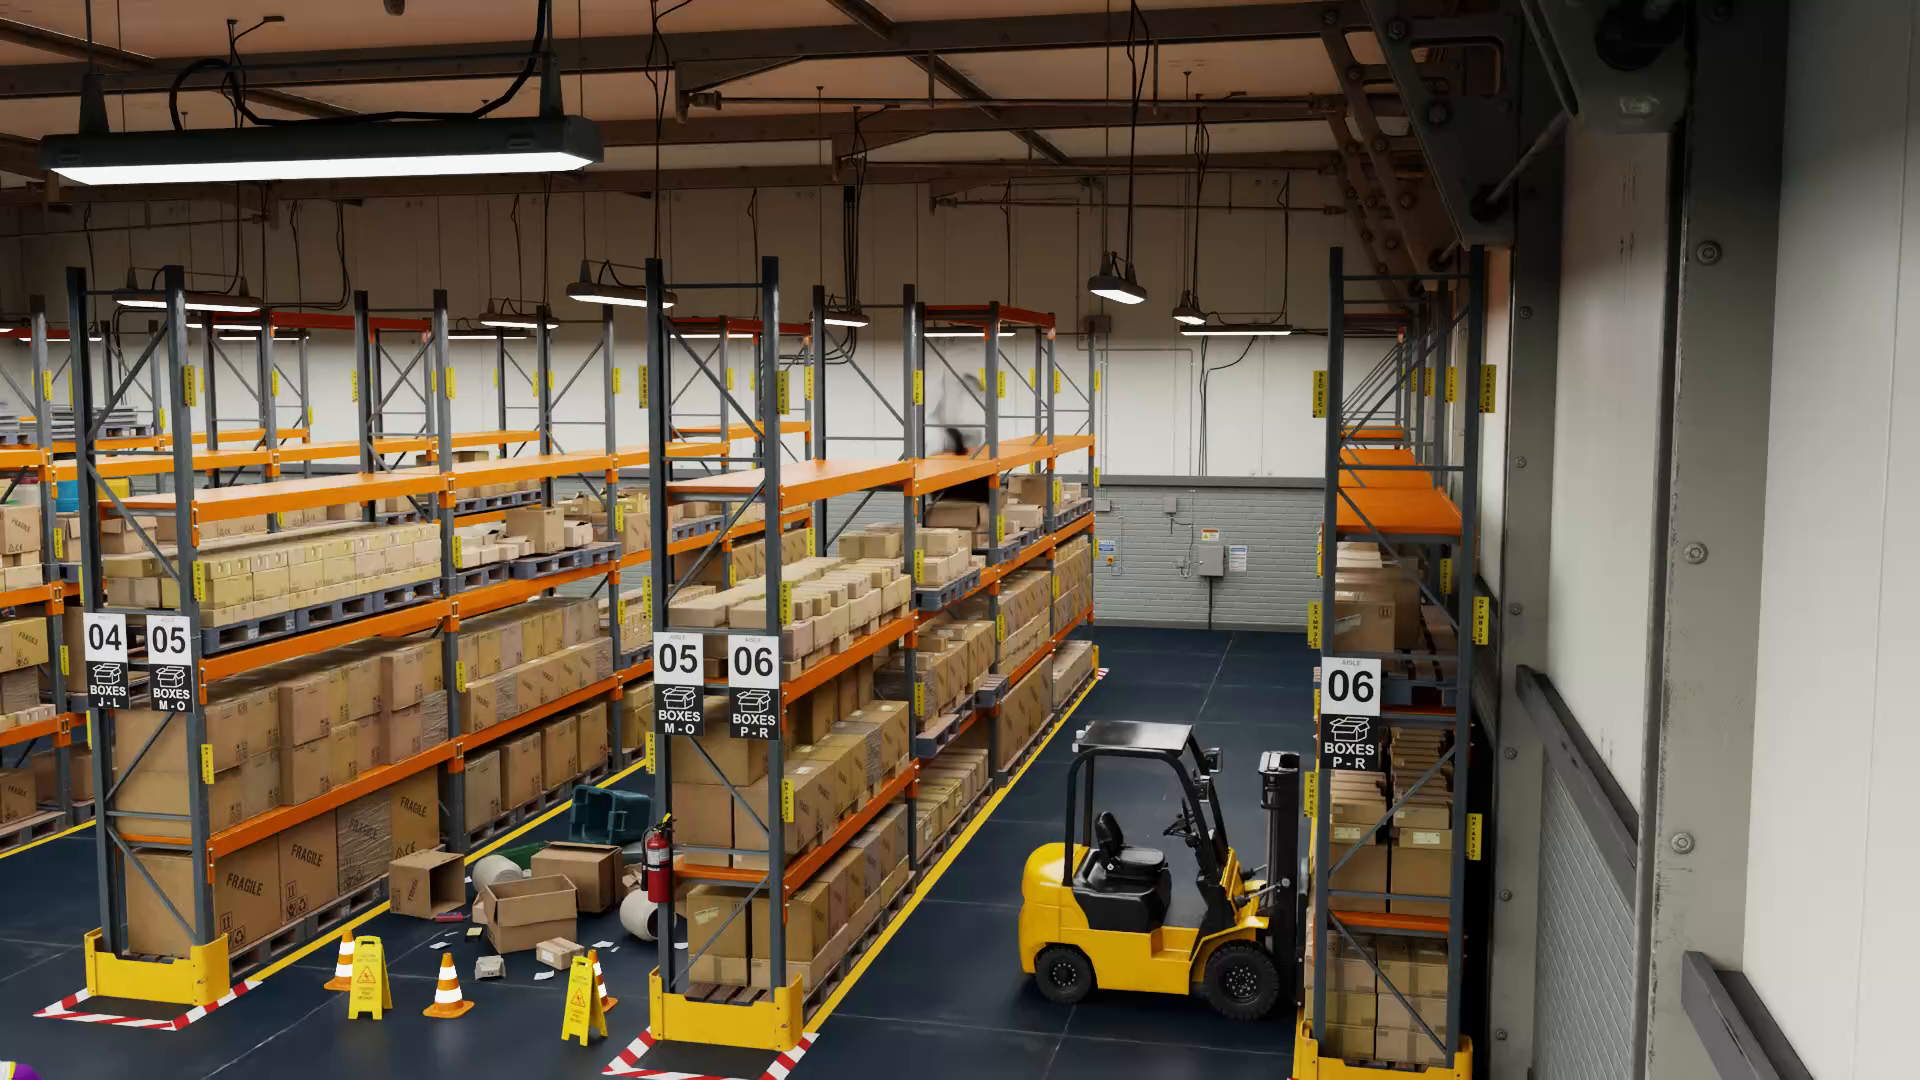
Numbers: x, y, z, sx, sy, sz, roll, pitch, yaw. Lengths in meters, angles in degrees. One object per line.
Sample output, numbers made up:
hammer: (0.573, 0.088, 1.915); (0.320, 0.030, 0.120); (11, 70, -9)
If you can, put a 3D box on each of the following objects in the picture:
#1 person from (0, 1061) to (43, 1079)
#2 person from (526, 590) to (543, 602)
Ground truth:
person: (-5.260, 3.419, 8.932); (0.739, 1.716, 0.584); (-3, 7, -31)
person: (-6.822, 1.551, 27.238); (0.705, 1.766, 0.787); (0, 6, 0)
